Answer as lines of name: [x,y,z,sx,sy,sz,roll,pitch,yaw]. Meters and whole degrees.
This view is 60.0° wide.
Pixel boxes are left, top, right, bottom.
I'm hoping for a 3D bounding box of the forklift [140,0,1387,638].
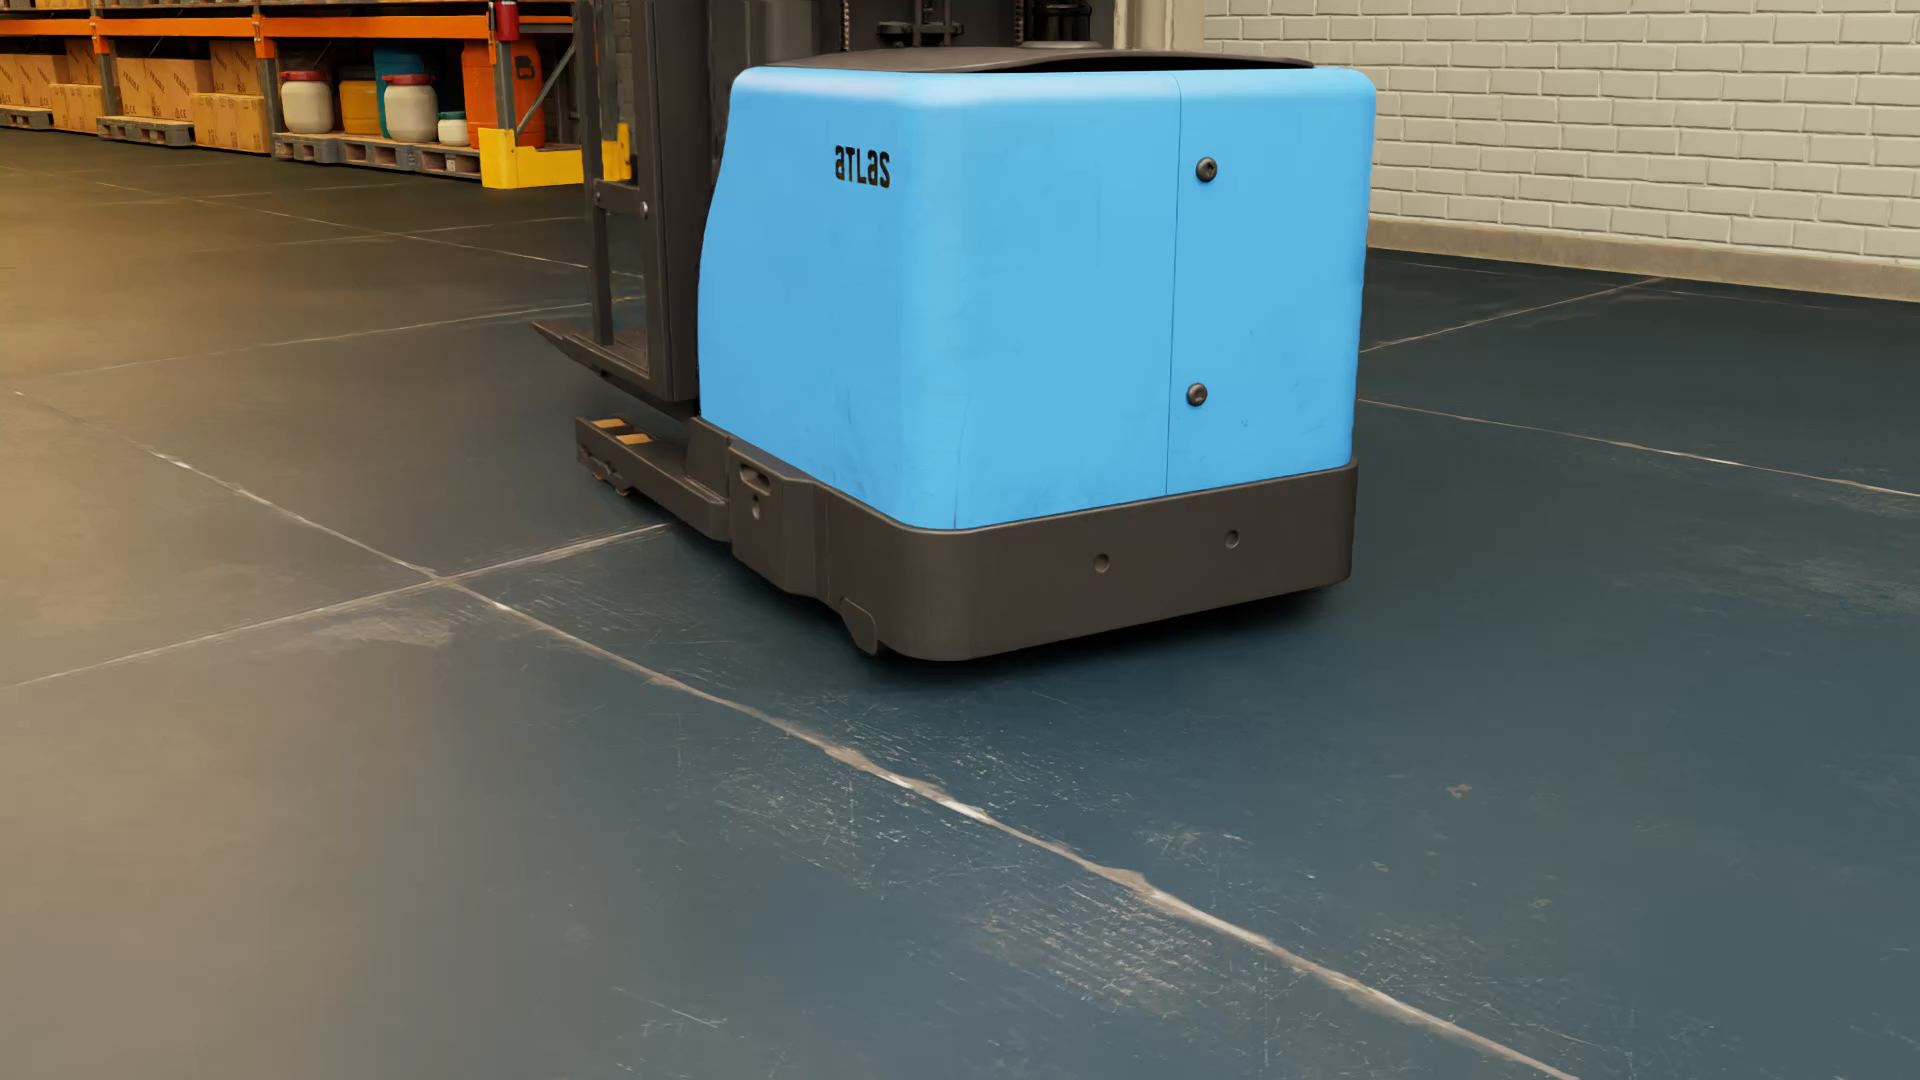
forklift: [-0.609,-1.475,3.702,3.031,2.935,1.130,7,18,21]
